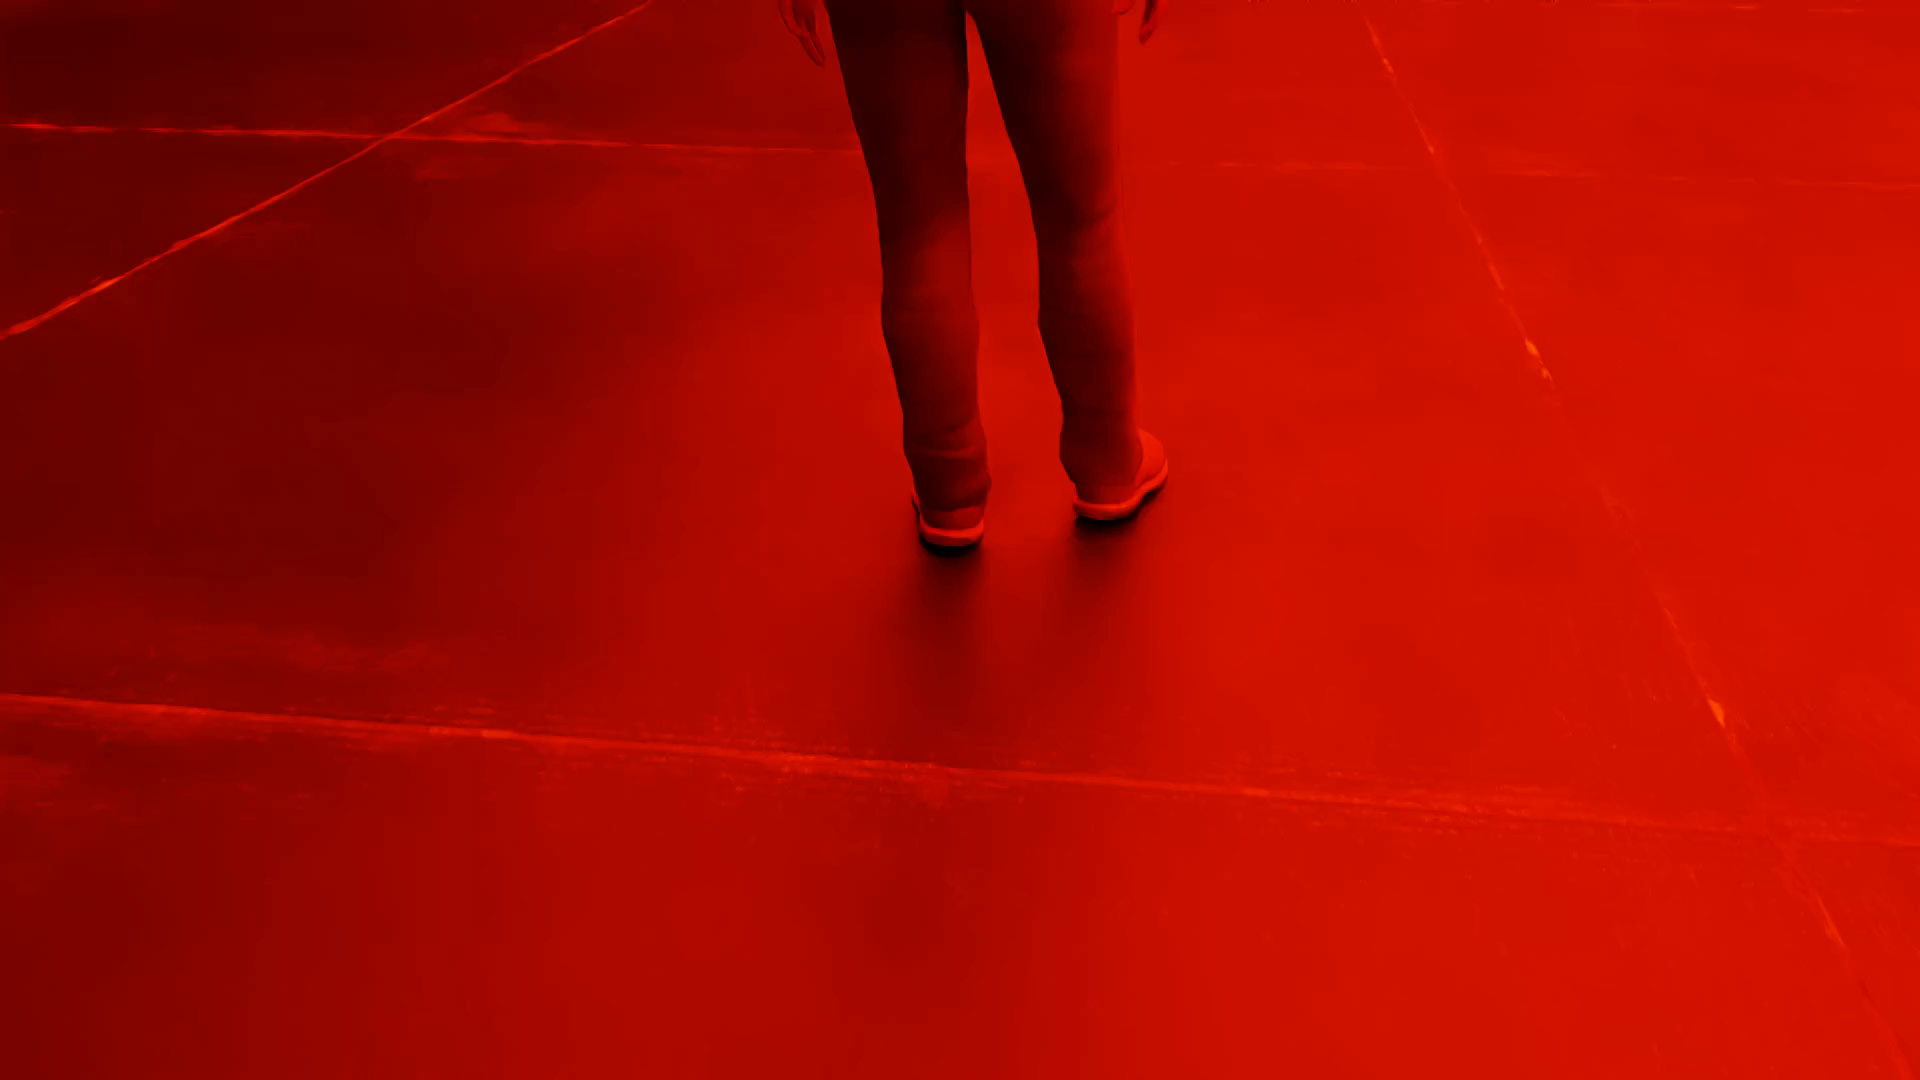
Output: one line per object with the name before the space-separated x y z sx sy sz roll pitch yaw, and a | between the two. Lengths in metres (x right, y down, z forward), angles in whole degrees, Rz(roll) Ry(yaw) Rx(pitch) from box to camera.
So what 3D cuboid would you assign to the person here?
person | 0.031 -0.784 2.203 0.570 1.654 0.503 3 27 7
